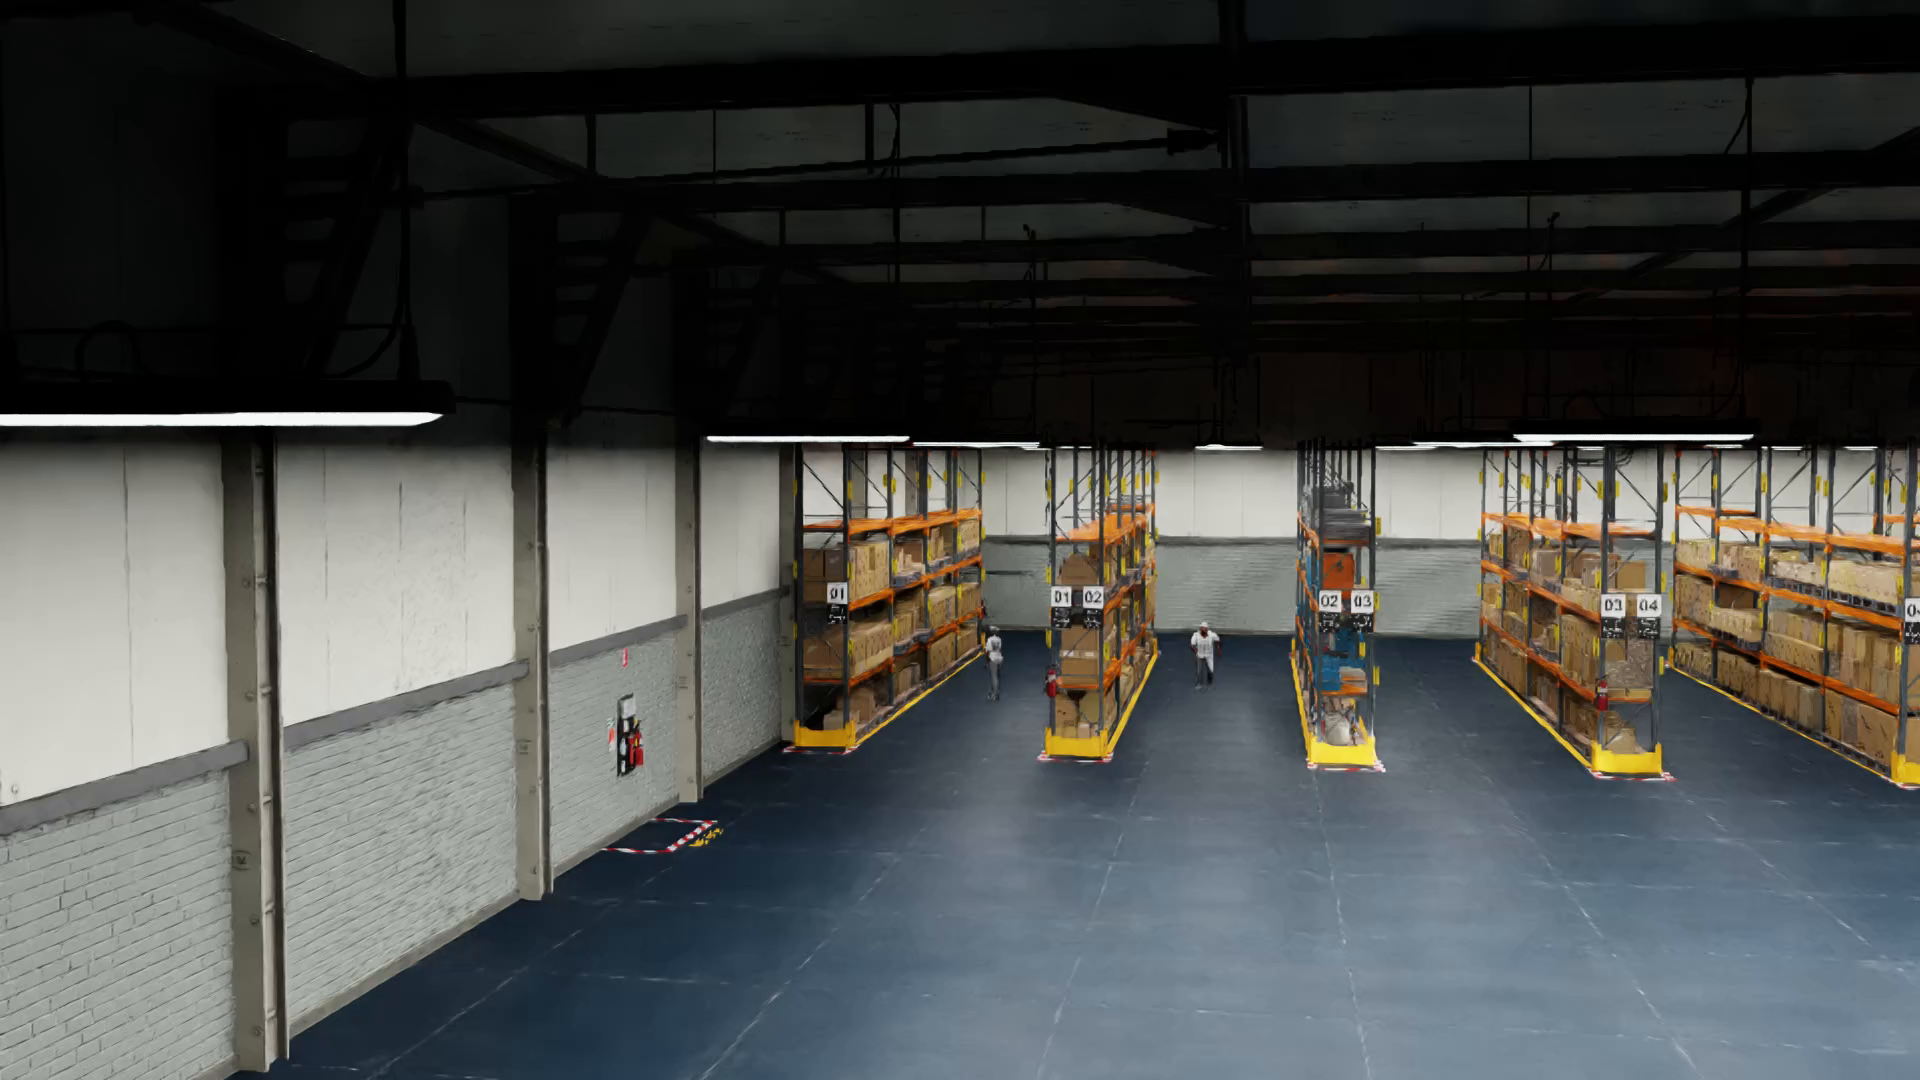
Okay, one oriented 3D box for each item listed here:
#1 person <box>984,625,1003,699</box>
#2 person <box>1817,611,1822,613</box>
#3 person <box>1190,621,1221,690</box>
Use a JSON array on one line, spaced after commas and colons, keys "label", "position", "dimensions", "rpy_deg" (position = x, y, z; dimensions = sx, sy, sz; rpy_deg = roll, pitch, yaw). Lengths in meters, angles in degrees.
[{"label": "person", "position": [0.771, 2.829, 38.717], "dimensions": [0.545, 1.662, 0.574], "rpy_deg": [2, 4, 39]}, {"label": "person", "position": [21.804, 2.649, 42.348], "dimensions": [0.386, 1.714, 0.484], "rpy_deg": [2, 3, 27]}, {"label": "person", "position": [5.874, 2.780, 39.838], "dimensions": [0.716, 1.689, 0.802], "rpy_deg": [1, 3, 15]}]
